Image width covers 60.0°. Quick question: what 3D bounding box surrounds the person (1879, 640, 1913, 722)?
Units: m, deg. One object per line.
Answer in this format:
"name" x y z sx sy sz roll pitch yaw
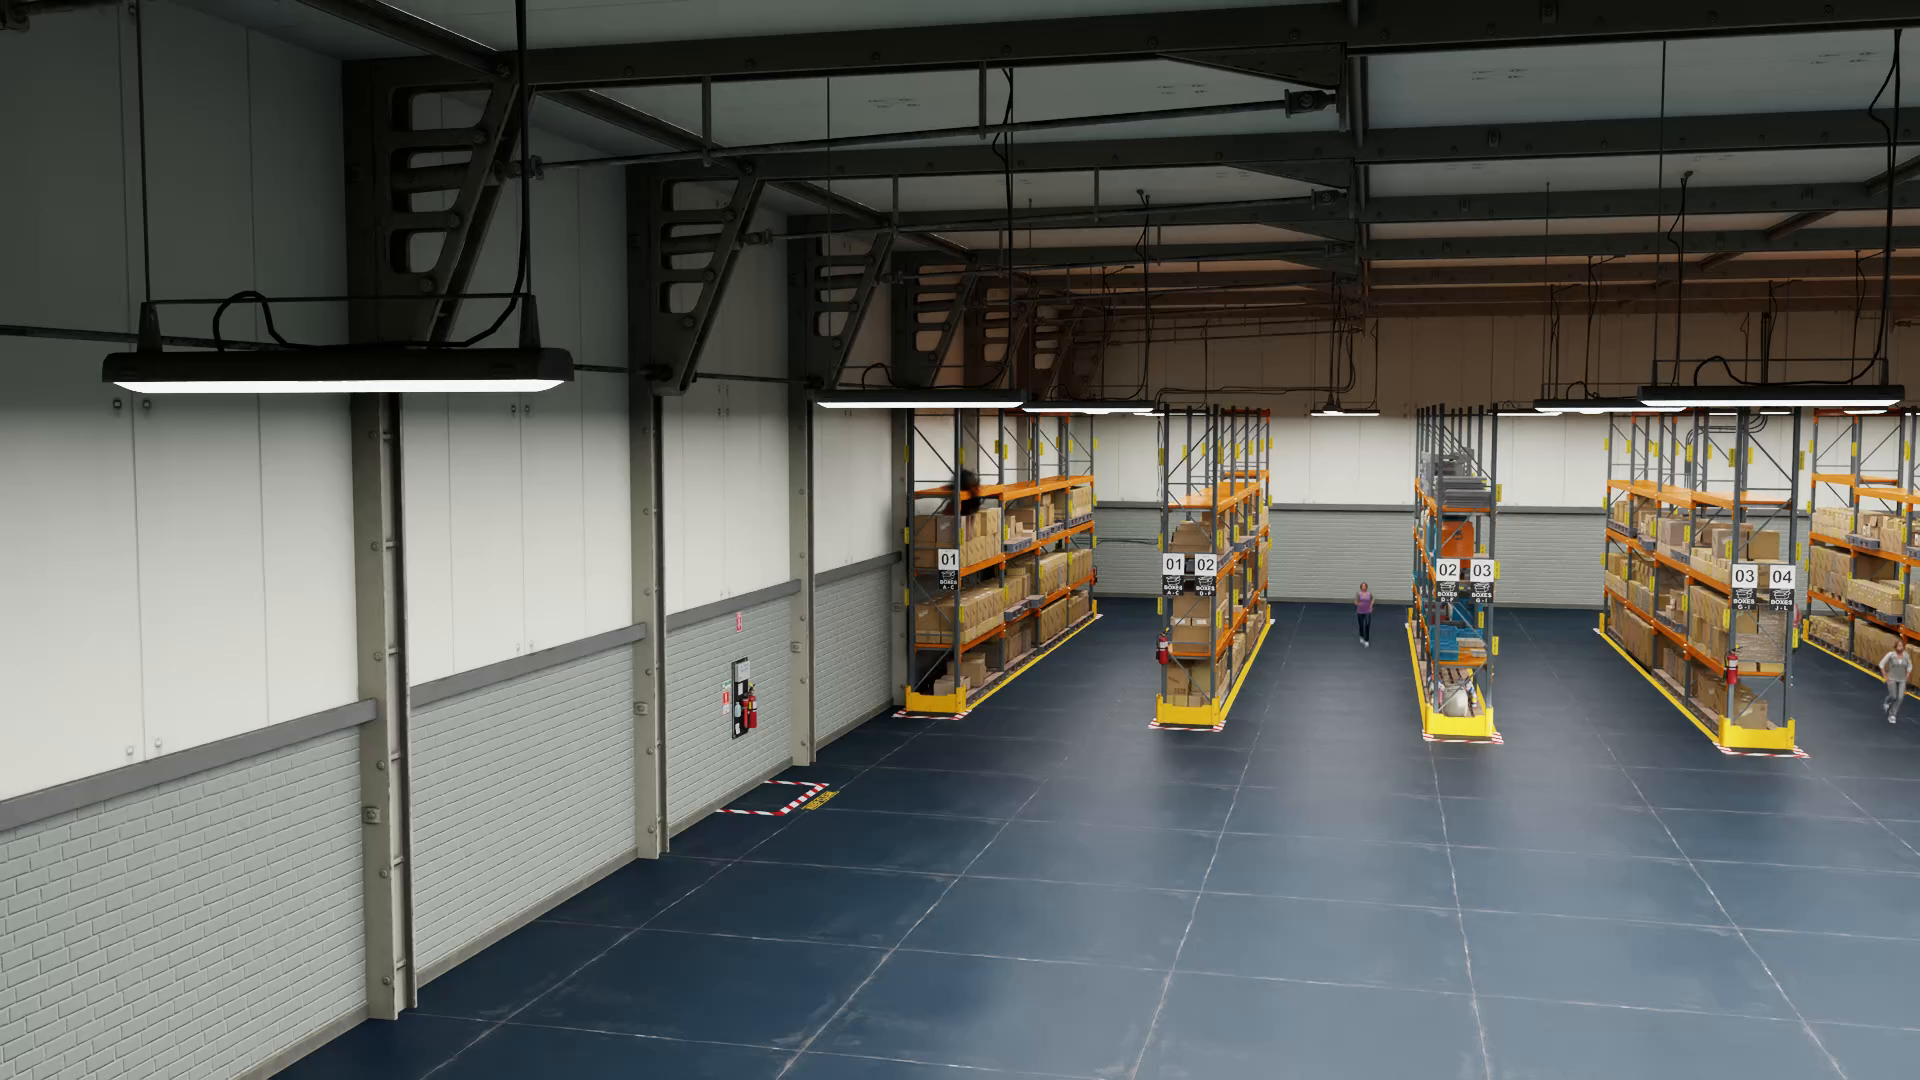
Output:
"person" 17.724 2.664 31.486 0.553 1.558 0.534 1 4 11

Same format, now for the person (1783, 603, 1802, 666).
"person" 19.134 2.053 38.313 0.643 1.740 0.582 0 4 6

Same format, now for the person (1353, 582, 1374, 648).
"person" 10.175 1.865 41.918 0.529 1.632 0.810 1 4 11
